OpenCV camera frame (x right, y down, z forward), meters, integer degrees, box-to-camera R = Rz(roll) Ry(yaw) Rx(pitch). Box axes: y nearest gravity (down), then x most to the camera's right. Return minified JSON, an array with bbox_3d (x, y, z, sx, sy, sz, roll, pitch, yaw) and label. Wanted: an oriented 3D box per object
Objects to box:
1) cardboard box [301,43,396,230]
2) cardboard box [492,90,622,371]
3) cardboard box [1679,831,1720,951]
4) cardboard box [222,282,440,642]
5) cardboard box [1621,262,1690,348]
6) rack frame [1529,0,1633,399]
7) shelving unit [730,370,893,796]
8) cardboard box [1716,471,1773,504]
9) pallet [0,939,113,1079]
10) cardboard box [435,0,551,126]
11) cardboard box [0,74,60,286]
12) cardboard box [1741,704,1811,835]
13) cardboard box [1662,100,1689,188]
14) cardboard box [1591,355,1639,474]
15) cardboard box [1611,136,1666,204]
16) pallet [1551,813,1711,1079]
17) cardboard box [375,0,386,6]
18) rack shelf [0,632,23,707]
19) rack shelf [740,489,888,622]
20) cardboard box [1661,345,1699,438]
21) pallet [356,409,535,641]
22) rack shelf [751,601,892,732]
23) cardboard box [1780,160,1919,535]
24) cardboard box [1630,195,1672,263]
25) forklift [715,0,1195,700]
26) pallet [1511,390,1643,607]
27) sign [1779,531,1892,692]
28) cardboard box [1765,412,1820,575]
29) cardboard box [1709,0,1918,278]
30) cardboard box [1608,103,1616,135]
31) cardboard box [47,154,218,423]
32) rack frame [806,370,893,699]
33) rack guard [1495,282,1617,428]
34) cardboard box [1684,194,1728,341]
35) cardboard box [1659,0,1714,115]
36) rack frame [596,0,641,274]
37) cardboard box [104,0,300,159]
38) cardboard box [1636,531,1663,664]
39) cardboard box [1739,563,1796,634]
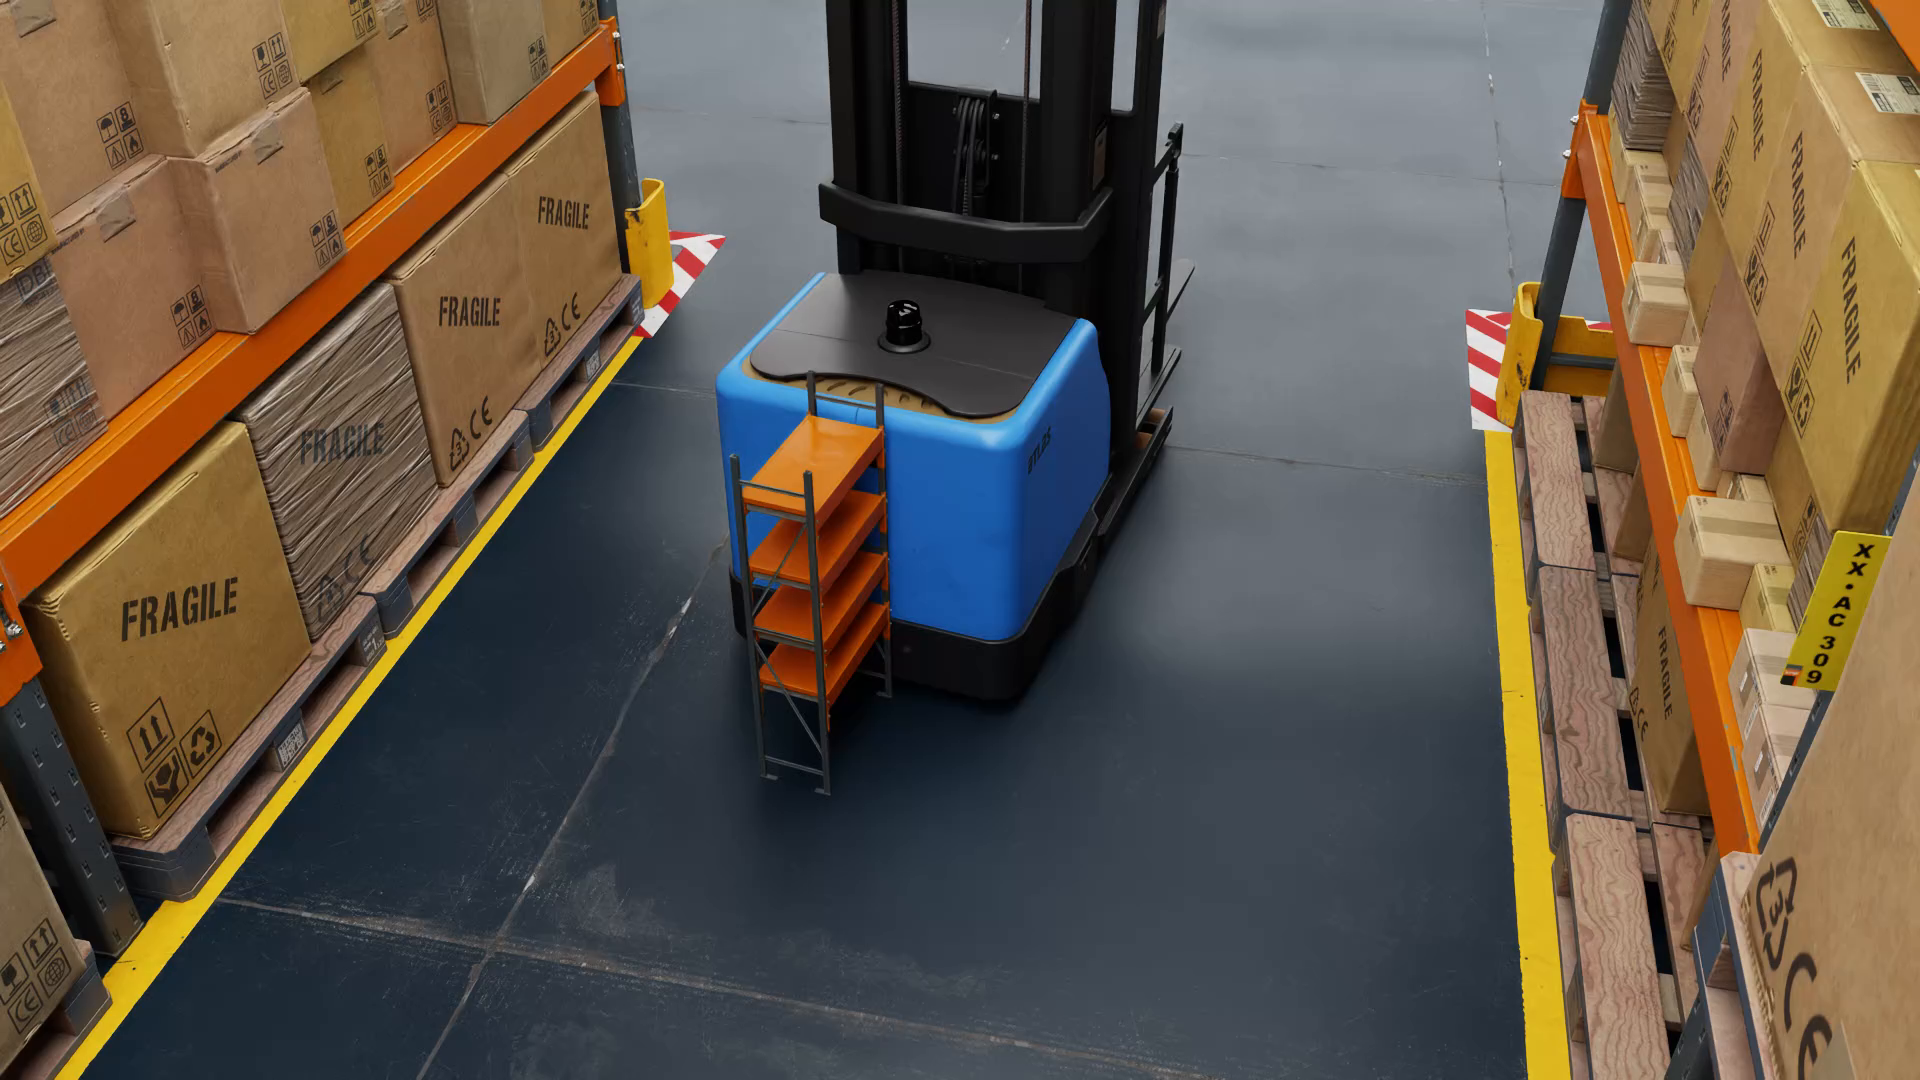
[{"bbox_3d":[-2.412,-1.345,5.422,0.875,0.550,0.500,7,37,10],"label":"cardboard box"},{"bbox_3d":[-2.046,-1.348,7.006,0.875,0.875,0.875,8,37,10],"label":"cardboard box"},{"bbox_3d":[2.243,0.826,4.326,0.500,0.500,0.500,19,40,24],"label":"cardboard box"},{"bbox_3d":[-2.429,-0.321,5.589,0.875,0.875,0.875,8,37,10],"label":"cardboard box"},{"bbox_3d":[2.149,-0.672,4.836,0.380,0.149,0.250,7,37,10],"label":"cardboard box"},{"bbox_3d":[2.858,-1.755,6.116,1.000,3.000,0.127,7,37,10],"label":"rack frame"},{"bbox_3d":[-0.424,0.146,5.026,0.258,1.200,0.503,13,38,17],"label":"shelving unit"},{"bbox_3d":[2.064,-0.083,4.022,0.380,0.149,0.250,7,37,10],"label":"cardboard box"},{"bbox_3d":[-2.911,1.439,4.085,1.003,0.211,1.213,7,37,10],"label":"pallet"},{"bbox_3d":[-2.097,-1.959,6.270,0.875,0.550,0.550,7,37,10],"label":"cardboard box"},{"bbox_3d":[-2.708,-0.847,3.815,0.875,0.550,0.550,7,37,10],"label":"cardboard box"},{"bbox_3d":[1.763,0.479,3.247,0.380,0.149,0.250,7,37,10],"label":"cardboard box"},{"bbox_3d":[2.724,-1.303,5.153,0.875,0.500,0.500,7,37,10],"label":"cardboard box"},{"bbox_3d":[2.709,-0.557,6.235,0.500,0.500,0.500,14,38,19],"label":"cardboard box"},{"bbox_3d":[2.424,-1.238,5.616,0.380,0.149,0.250,7,37,10],"label":"cardboard box"},{"bbox_3d":[2.113,1.277,4.308,1.003,0.211,1.213,7,37,10],"label":"pallet"},{"bbox_3d":[-2.362,-2.094,5.536,0.875,0.550,0.550,7,37,10],"label":"cardboard box"},{"bbox_3d":[-3.247,1.296,2.519,1.077,0.370,4.000,7,37,10],"label":"rack shelf"},{"bbox_3d":[-0.424,0.020,4.934,0.258,0.148,0.480,13,38,17],"label":"rack shelf"},{"bbox_3d":[2.097,-0.379,4.431,0.380,0.149,0.250,7,37,10],"label":"cardboard box"},{"bbox_3d":[-2.323,-0.140,6.264,1.003,0.211,1.213,7,37,10],"label":"pallet"},{"bbox_3d":[-0.424,0.362,5.182,0.258,0.148,0.480,13,38,17],"label":"rack shelf"},{"bbox_3d":[1.831,-0.321,2.945,0.500,0.500,0.500,7,37,10],"label":"cardboard box"},{"bbox_3d":[2.331,-0.949,5.218,0.380,0.149,0.250,7,37,10],"label":"cardboard box"},{"bbox_3d":[0.222,-1.528,5.861,1.130,2.935,3.031,13,38,17],"label":"forklift"},{"bbox_3d":[2.634,-0.121,6.238,1.003,0.211,1.213,7,37,10],"label":"pallet"},{"bbox_3d":[1.472,0.124,2.786,0.100,0.325,0.005,7,37,10],"label":"sign"},{"bbox_3d":[2.302,-0.156,3.570,0.875,0.500,0.500,7,37,10],"label":"cardboard box"},{"bbox_3d":[2.044,-0.894,3.737,0.500,0.500,0.500,7,37,10],"label":"cardboard box"},{"bbox_3d":[2.564,-1.520,6.006,0.380,0.149,0.250,7,37,10],"label":"cardboard box"},{"bbox_3d":[-2.658,-0.734,4.579,0.875,0.550,0.550,7,37,10],"label":"cardboard box"},{"bbox_3d":[-0.337,0.013,5.210,0.240,1.200,0.015,13,38,17],"label":"rack frame"},{"bbox_3d":[2.842,-0.700,6.789,1.175,0.500,0.348,7,37,10],"label":"rack guard"},{"bbox_3d":[2.457,-0.736,4.371,0.875,0.500,0.500,7,37,10],"label":"cardboard box"},{"bbox_3d":[2.255,-1.467,4.528,0.500,0.500,0.500,7,37,10],"label":"cardboard box"},{"bbox_3d":[-1.966,-2.435,7.054,1.000,3.000,0.127,7,37,10],"label":"rack frame"},{"bbox_3d":[-2.454,-1.469,4.673,0.875,0.550,0.550,7,37,10],"label":"cardboard box"},{"bbox_3d":[2.462,0.146,5.265,0.500,0.500,0.500,11,37,14],"label":"cardboard box"},{"bbox_3d":[1.937,0.201,3.630,0.380,0.149,0.250,7,37,10],"label":"cardboard box"}]
